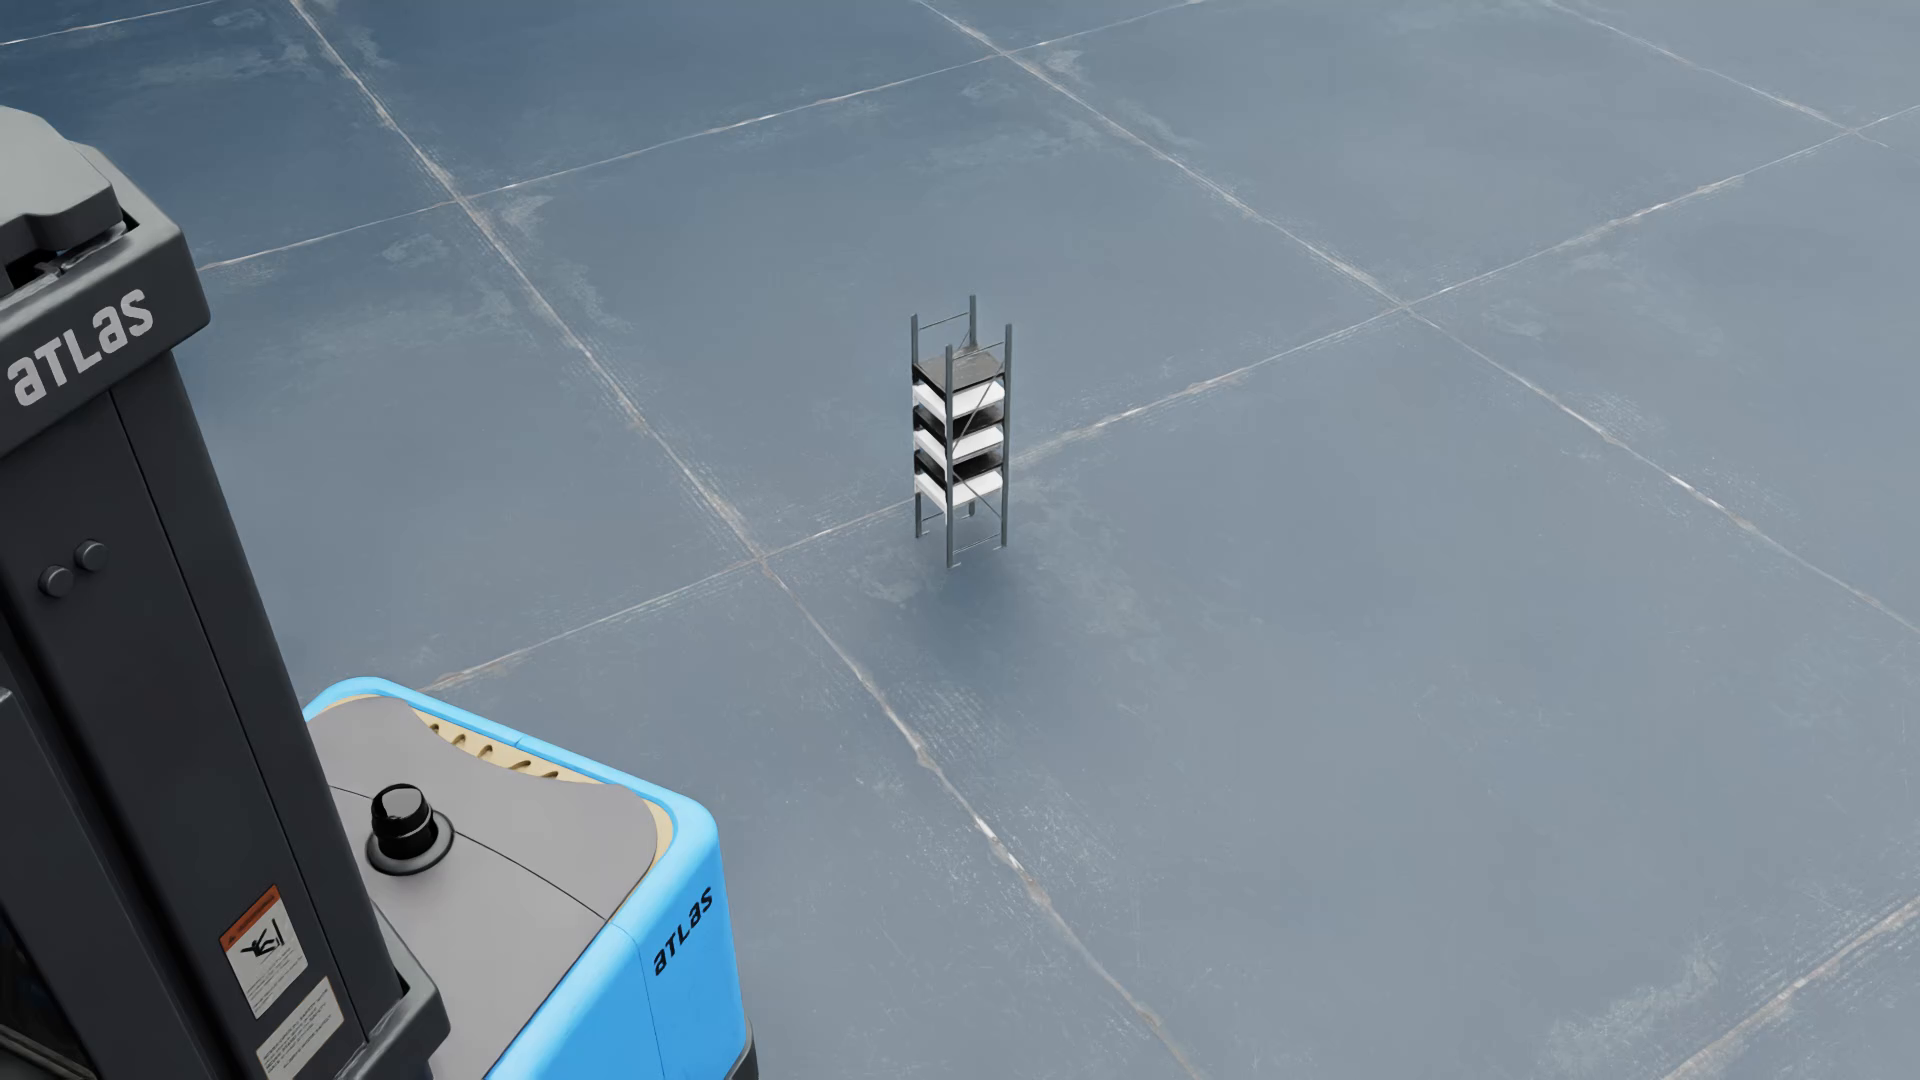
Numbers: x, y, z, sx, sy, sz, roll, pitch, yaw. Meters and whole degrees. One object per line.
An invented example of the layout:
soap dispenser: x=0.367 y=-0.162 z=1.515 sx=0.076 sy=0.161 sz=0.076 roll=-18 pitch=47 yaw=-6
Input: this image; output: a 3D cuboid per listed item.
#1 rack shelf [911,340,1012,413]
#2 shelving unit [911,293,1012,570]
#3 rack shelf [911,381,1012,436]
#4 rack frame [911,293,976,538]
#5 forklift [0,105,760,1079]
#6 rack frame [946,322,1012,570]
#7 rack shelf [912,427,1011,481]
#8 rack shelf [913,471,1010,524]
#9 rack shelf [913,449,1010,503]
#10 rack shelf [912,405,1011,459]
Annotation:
rack shelf: x=0.004 y=-0.523 z=5.305 sx=0.258 sy=0.077 sz=0.200 roll=-22 pitch=45 yaw=-24
shelving unit: x=0.004 y=-0.341 z=5.457 sx=0.258 sy=0.900 sz=0.210 roll=-22 pitch=45 yaw=-24
rack shelf: x=0.004 y=-0.454 z=5.363 sx=0.258 sy=0.077 sz=0.200 roll=-22 pitch=45 yaw=-24
rack frame: x=-0.050 y=-0.396 z=5.523 sx=0.240 sy=0.900 sz=0.006 roll=-22 pitch=45 yaw=-24
forklift: x=-1.578 y=0.967 z=2.300 sx=1.130 sy=2.935 sz=3.031 roll=17 pitch=43 yaw=19
rack frame: x=0.059 y=-0.286 z=5.391 sx=0.240 sy=0.900 sz=0.006 roll=-22 pitch=45 yaw=-24
rack shelf: x=0.004 y=-0.316 z=5.478 sx=0.258 sy=0.077 sz=0.200 roll=-22 pitch=45 yaw=-24
rack shelf: x=0.004 y=-0.177 z=5.593 sx=0.258 sy=0.077 sz=0.200 roll=-22 pitch=45 yaw=-24
rack shelf: x=0.004 y=-0.247 z=5.536 sx=0.258 sy=0.077 sz=0.200 roll=-22 pitch=45 yaw=-24
rack shelf: x=0.004 y=-0.385 z=5.420 sx=0.258 sy=0.077 sz=0.200 roll=-22 pitch=45 yaw=-24
